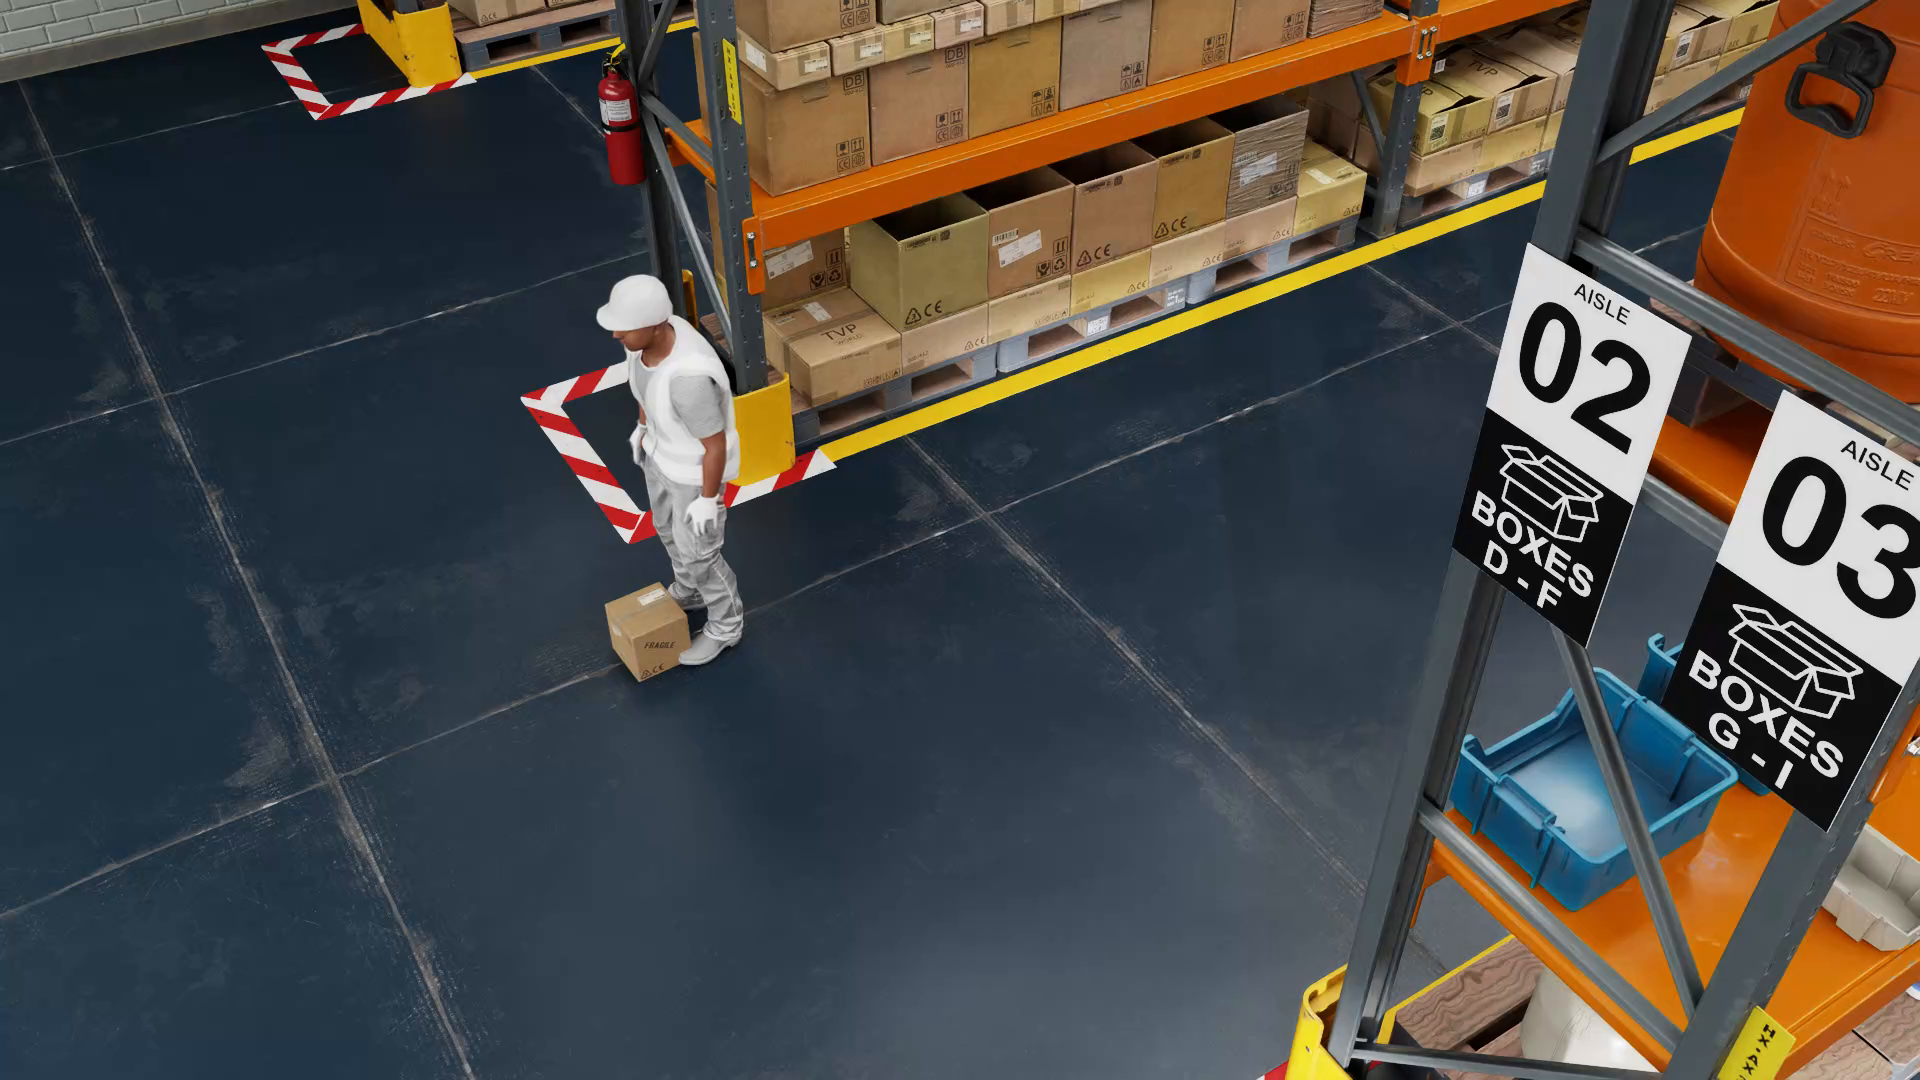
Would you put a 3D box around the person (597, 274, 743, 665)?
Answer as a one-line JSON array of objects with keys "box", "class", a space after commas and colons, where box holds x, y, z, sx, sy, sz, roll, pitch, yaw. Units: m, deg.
[{"box": [-1.101, -0.286, 6.485, 0.453, 1.773, 0.620, -23, 45, -24], "class": "person"}]
